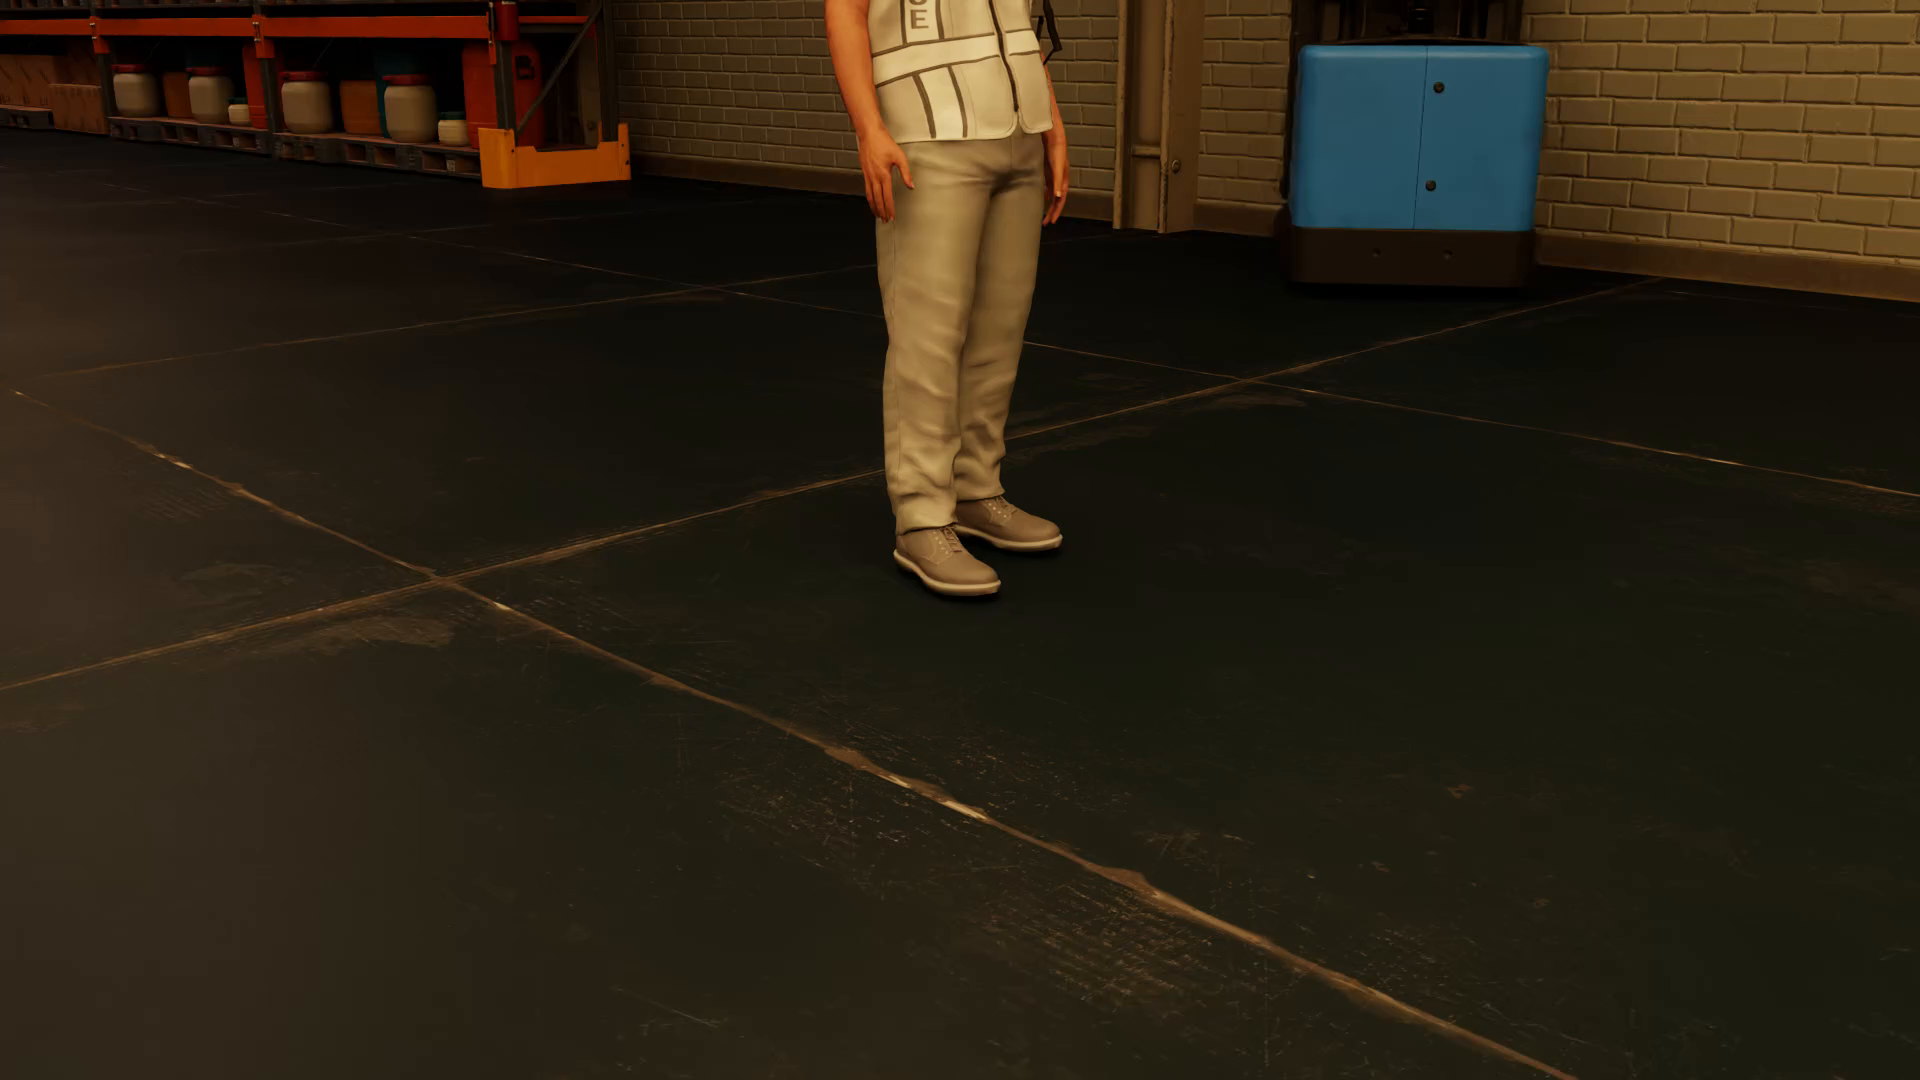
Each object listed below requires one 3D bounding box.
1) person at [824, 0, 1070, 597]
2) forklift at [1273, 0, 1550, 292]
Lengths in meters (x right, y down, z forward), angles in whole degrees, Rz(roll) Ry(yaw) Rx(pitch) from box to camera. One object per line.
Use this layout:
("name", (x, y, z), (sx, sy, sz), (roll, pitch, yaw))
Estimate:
("person", (0.047, -0.838, 3.570), (0.575, 1.778, 0.640), (16, 23, 42))
("forklift", (2.209, -2.881, 8.264), (1.130, 2.935, 3.031), (3, 17, 9))
